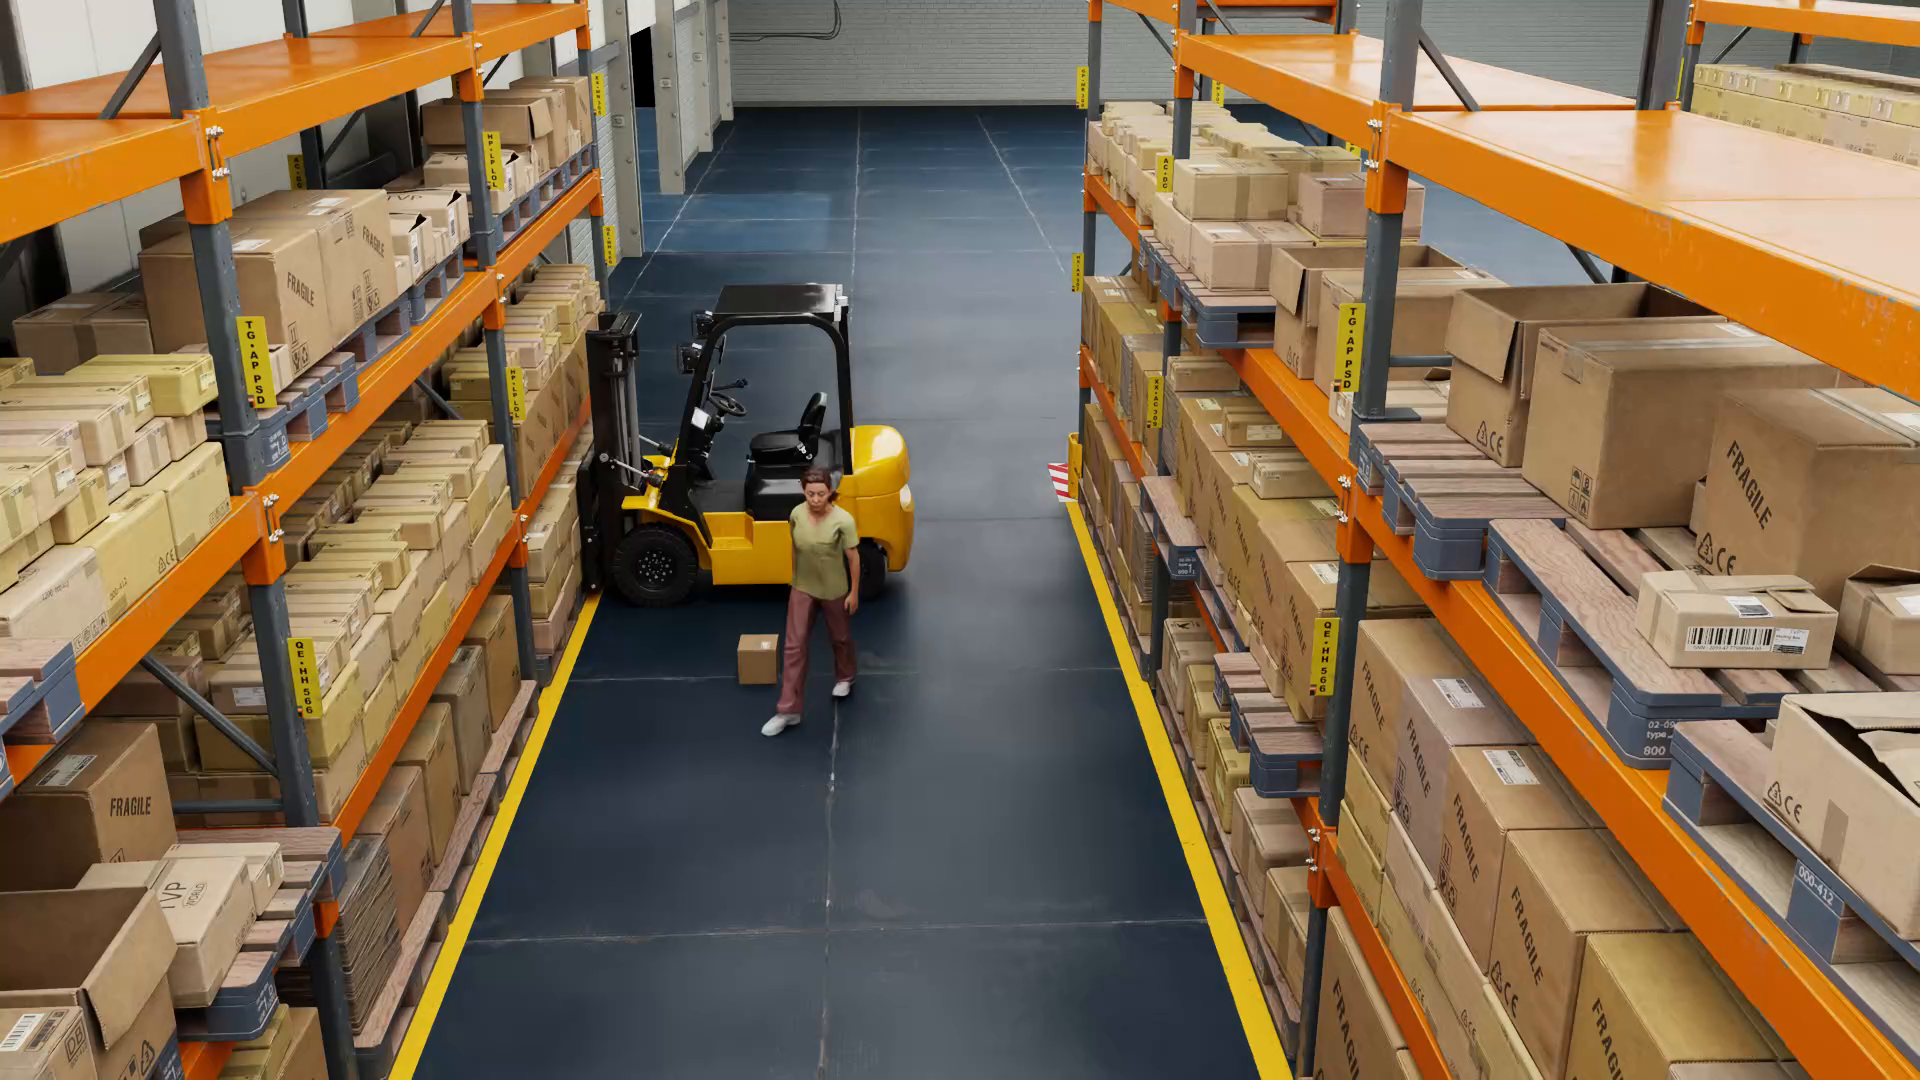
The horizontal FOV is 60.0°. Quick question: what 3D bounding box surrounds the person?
[{"bbox_3d":[-0.872,0.313,10.252,0.522,1.630,0.891,5,21,13],"label":"person"}]
